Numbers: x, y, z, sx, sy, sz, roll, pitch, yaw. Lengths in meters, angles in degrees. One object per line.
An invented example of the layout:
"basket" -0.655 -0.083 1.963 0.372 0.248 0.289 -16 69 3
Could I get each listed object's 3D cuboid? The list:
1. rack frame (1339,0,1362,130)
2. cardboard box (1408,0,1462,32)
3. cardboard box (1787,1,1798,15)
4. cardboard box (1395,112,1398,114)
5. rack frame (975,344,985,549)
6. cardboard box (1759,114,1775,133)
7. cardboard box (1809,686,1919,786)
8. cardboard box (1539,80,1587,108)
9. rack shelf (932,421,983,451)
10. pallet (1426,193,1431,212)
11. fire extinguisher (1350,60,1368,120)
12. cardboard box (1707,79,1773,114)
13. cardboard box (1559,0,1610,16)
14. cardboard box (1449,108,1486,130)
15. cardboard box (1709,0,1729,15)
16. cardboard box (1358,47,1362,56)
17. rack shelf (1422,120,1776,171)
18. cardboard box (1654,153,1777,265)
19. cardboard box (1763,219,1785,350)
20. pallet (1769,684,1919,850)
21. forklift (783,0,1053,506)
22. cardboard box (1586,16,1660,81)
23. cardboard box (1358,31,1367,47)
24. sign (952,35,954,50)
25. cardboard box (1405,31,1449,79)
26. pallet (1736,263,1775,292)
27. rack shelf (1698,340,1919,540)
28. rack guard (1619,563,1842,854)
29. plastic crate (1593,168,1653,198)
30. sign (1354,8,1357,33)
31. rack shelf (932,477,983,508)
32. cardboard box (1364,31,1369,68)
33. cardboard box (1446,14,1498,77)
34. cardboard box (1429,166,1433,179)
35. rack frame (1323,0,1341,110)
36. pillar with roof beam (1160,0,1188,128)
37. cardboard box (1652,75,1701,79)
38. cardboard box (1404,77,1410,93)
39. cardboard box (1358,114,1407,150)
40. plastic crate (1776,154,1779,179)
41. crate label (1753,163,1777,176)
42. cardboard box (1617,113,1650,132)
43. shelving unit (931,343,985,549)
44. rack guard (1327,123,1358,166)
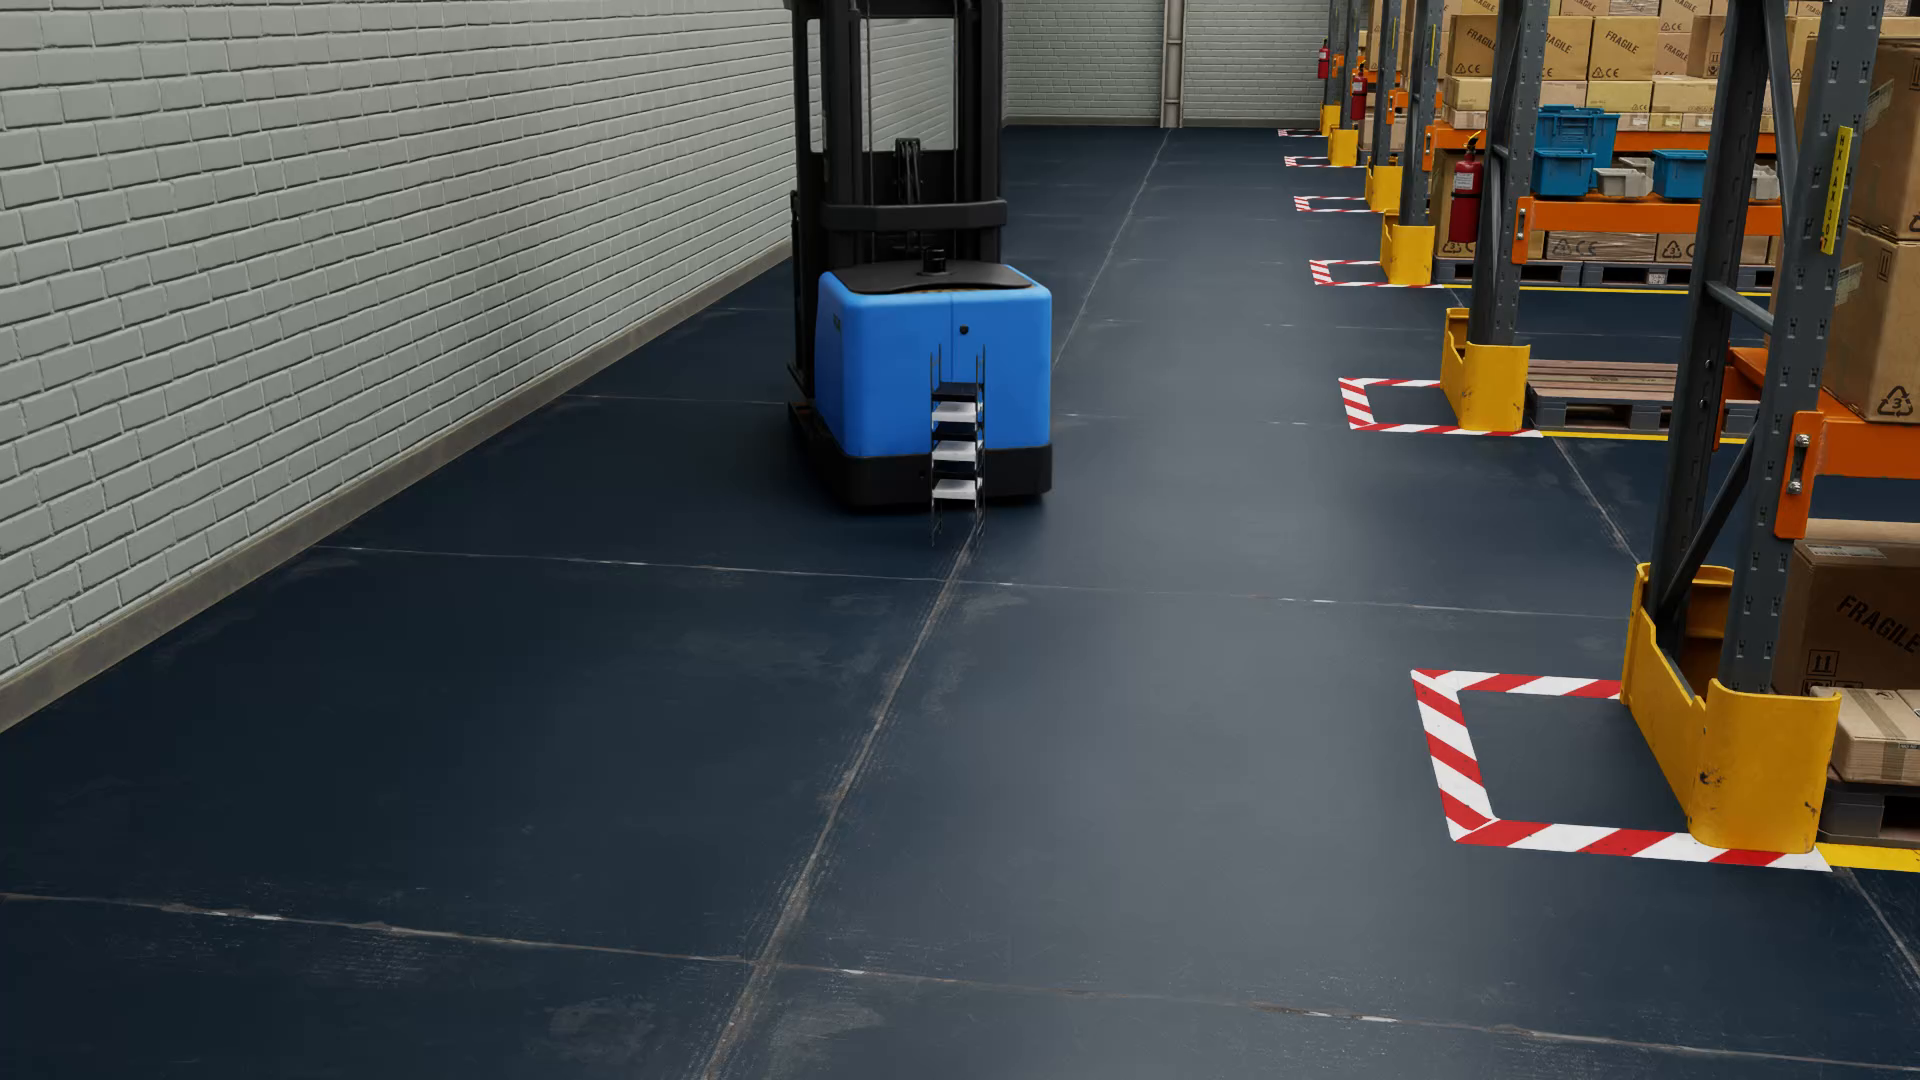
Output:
"rack frame" 5.543 -6.890 23.589 0.127 3.000 1.000 3 19 9
"cardboard box" 5.259 -5.891 18.401 0.500 0.500 0.500 3 19 8
"cardboard box" 10.883 -7.055 22.349 0.500 0.500 0.500 2 19 7
"cardboard box" 7.329 -7.198 28.342 0.250 0.149 0.380 2 19 6
"rack frame" 0.092 -0.422 7.567 0.006 0.900 0.240 3 19 9
"cardboard box" 6.552 -3.429 13.642 0.250 0.149 0.380 3 19 10
"cardboard box" 2.755 0.590 5.033 0.250 0.149 0.380 3 19 9
"cardboard box" 4.917 -3.722 13.890 0.500 0.250 0.500 3 19 8
"rack shelf" -0.008 -0.481 7.564 0.200 0.077 0.258 3 19 9
"pallet" 5.730 -3.956 19.215 1.213 0.211 1.003 3 19 9
"fire extinguisher" 4.682 -5.278 19.480 0.183 0.674 0.296 3 19 9
"cardboard box" 6.428 -3.645 13.658 0.500 0.250 0.500 3 19 10
"cardboard box" 6.772 -5.810 18.159 0.500 0.500 0.500 2 19 7
"cardboard box" 4.270 -3.545 13.987 0.250 0.149 0.380 3 19 9
"cardboard box" 8.300 -5.734 17.933 0.500 0.500 0.500 2 19 7
"cardboard box" 6.608 -8.224 27.971 0.250 0.149 0.380 3 19 8
"rack shelf" 5.946 -3.344 14.123 4.000 0.370 1.077 3 19 9
"cardboard box" 6.393 -2.879 14.288 0.875 0.875 0.875 3 19 9
"cardboard box" 2.882 -0.792 5.207 0.500 0.500 0.500 3 19 10
"pallet" 3.259 0.684 5.347 1.213 0.211 1.003 3 19 9
"forklift" -0.376 -1.986 9.039 1.130 2.935 3.031 -4 19 -12
"cardboard box" 5.409 -4.053 13.695 0.500 0.500 0.500 2 19 7
"cardboard box" 6.732 -8.408 27.893 0.500 0.250 0.500 3 19 9
"sign" -0.096 -7.283 24.336 0.001 0.218 0.327 3 19 9
"cardboard box" 5.257 -5.414 18.550 0.500 0.500 0.500 4 19 11
"pallet" 7.182 -2.324 14.338 1.213 0.211 1.003 3 19 9
"rack shelf" 4.371 -0.240 4.848 4.000 0.370 1.077 3 19 9
"rack guard" 2.472 0.507 5.420 0.348 0.500 1.175 3 19 9
"plastic crate" 3.681 -1.979 9.234 0.298 0.136 0.250 3 19 9
"sign" 5.449 -7.165 22.920 0.005 0.325 0.100 3 19 9
"rack shelf" -0.008 -0.225 7.650 0.200 0.077 0.258 3 19 9
"cardboard box" 6.062 -6.996 23.748 0.500 0.500 0.500 3 19 9
"cardboard box" 4.494 -4.269 14.340 0.500 0.500 0.500 3 19 9
"cardboard box" 5.335 -4.216 18.958 0.250 0.149 0.380 4 19 11
"rack frame" 6.327 -8.445 28.237 0.127 3.000 1.000 3 19 9
"pillar with roof beam" 3.125 -10.360 24.504 0.400 9.000 9.100 3 19 9
"cardboard box" 6.010 -3.838 14.235 0.500 0.250 0.500 3 19 9
"cardboard box" 5.126 -5.096 18.623 0.250 0.149 0.380 3 19 8
"cardboard box" 6.211 -5.872 23.923 0.875 0.438 0.875 2 19 7
"plastic crate" 4.677 -2.001 9.146 0.300 0.233 0.416 3 19 9
"crate label" 4.582 -2.127 9.676 0.243 0.136 0.396 3 19 9
"cardboard box" 5.540 -3.481 13.796 0.250 0.149 0.380 3 19 8
"shelving unit" -0.008 -0.427 7.582 0.210 0.900 0.258 3 19 9
"rack guard" 5.520 -5.706 23.989 0.348 0.500 1.175 3 19 9
